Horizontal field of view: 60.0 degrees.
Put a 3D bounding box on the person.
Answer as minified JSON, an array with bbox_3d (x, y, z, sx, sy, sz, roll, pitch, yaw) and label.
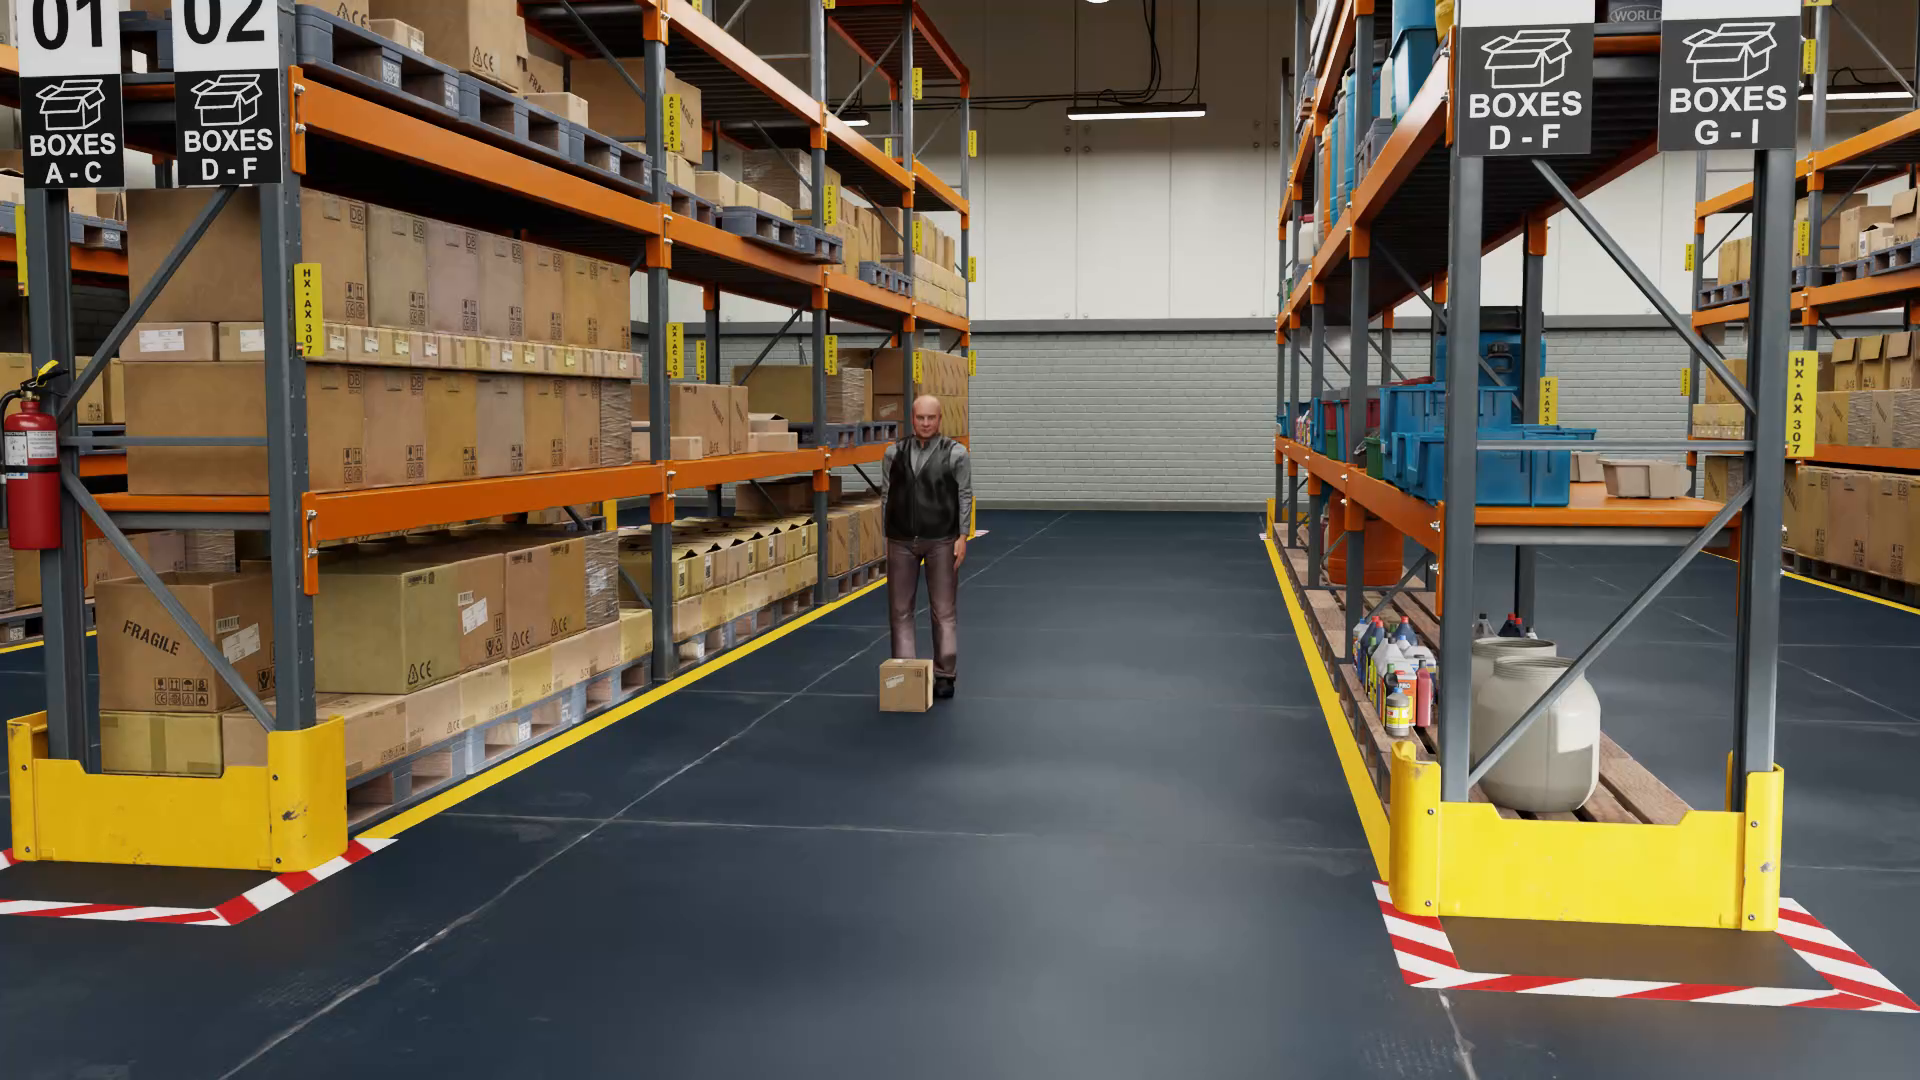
[{"bbox_3d":[-0.190,0.031,9.487,0.535,1.712,0.356,1,4,10],"label":"person"}]
